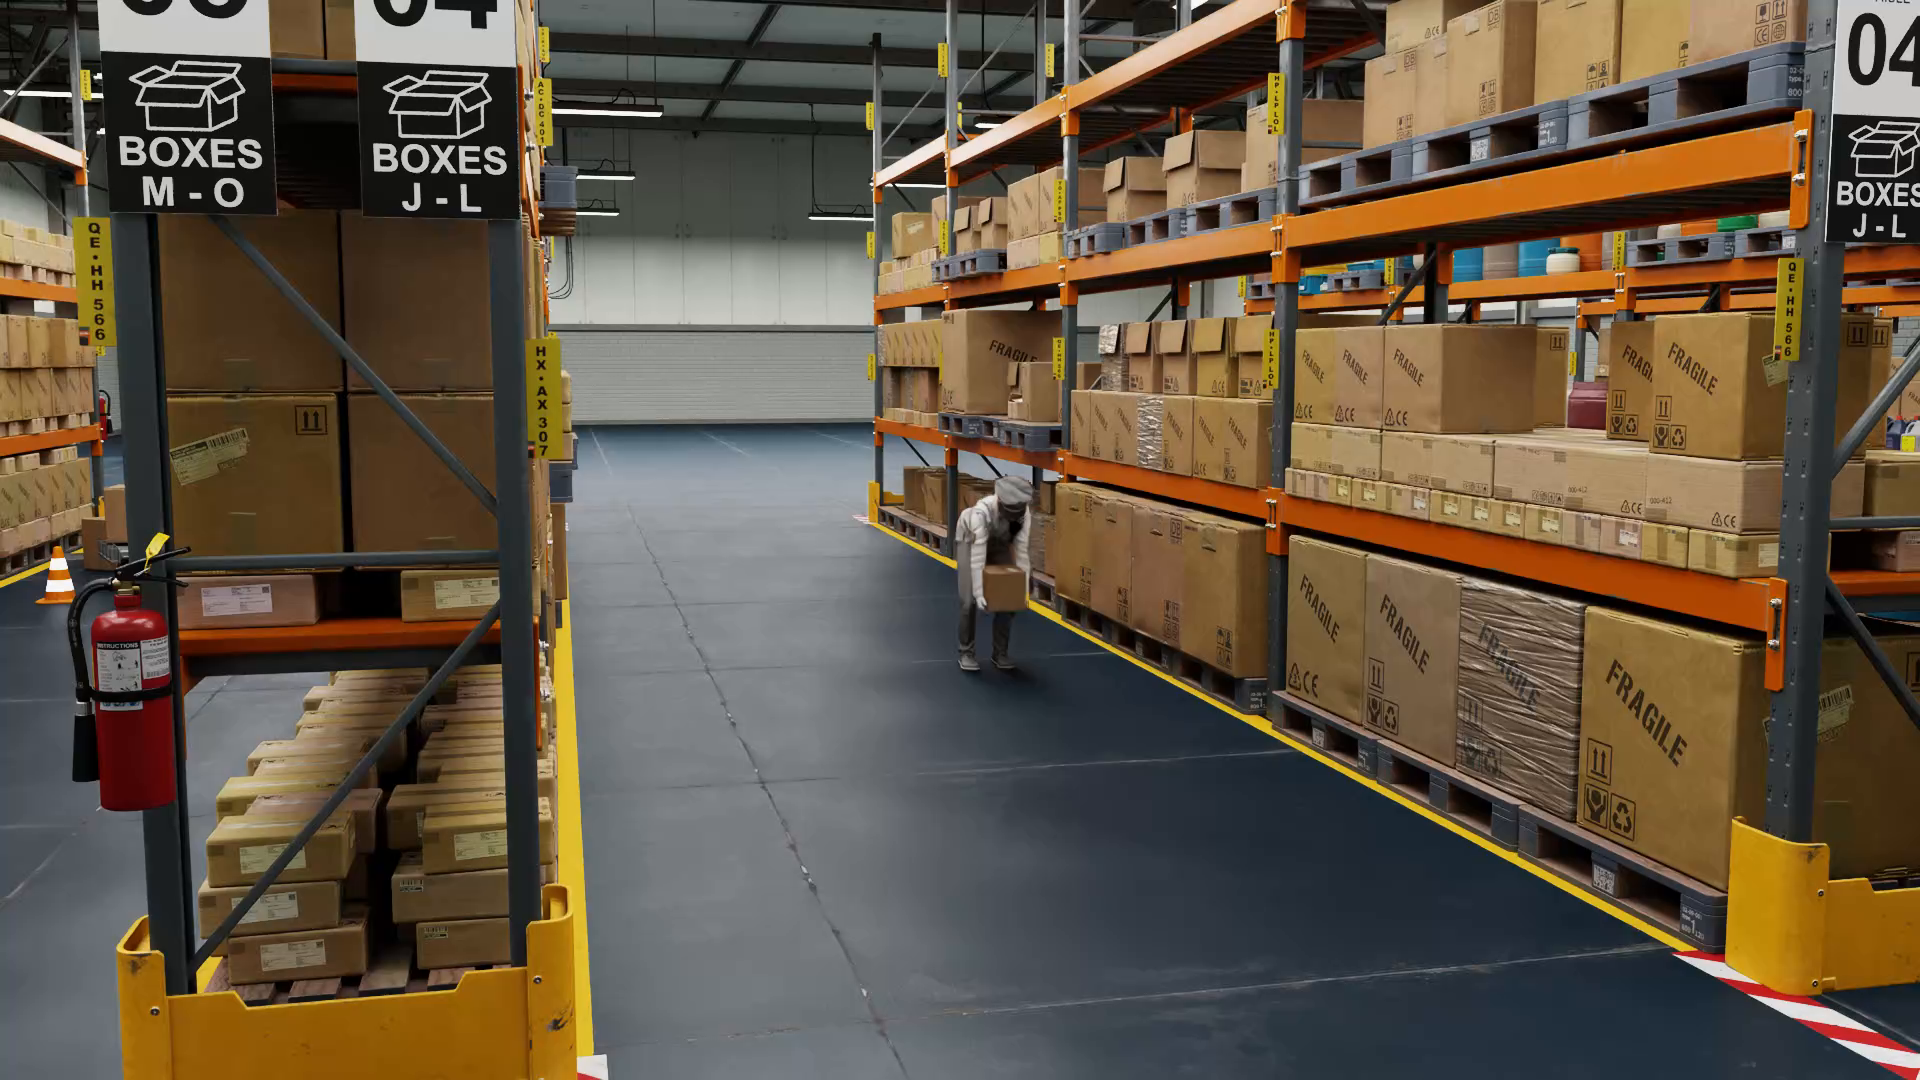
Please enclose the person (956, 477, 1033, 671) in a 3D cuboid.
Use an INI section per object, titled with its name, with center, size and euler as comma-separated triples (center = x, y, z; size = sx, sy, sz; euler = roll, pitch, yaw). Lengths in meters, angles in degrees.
[person]
center = 0.239, 0.226, 10.789
size = 0.410, 1.307, 0.887
euler = -2, 6, -16
